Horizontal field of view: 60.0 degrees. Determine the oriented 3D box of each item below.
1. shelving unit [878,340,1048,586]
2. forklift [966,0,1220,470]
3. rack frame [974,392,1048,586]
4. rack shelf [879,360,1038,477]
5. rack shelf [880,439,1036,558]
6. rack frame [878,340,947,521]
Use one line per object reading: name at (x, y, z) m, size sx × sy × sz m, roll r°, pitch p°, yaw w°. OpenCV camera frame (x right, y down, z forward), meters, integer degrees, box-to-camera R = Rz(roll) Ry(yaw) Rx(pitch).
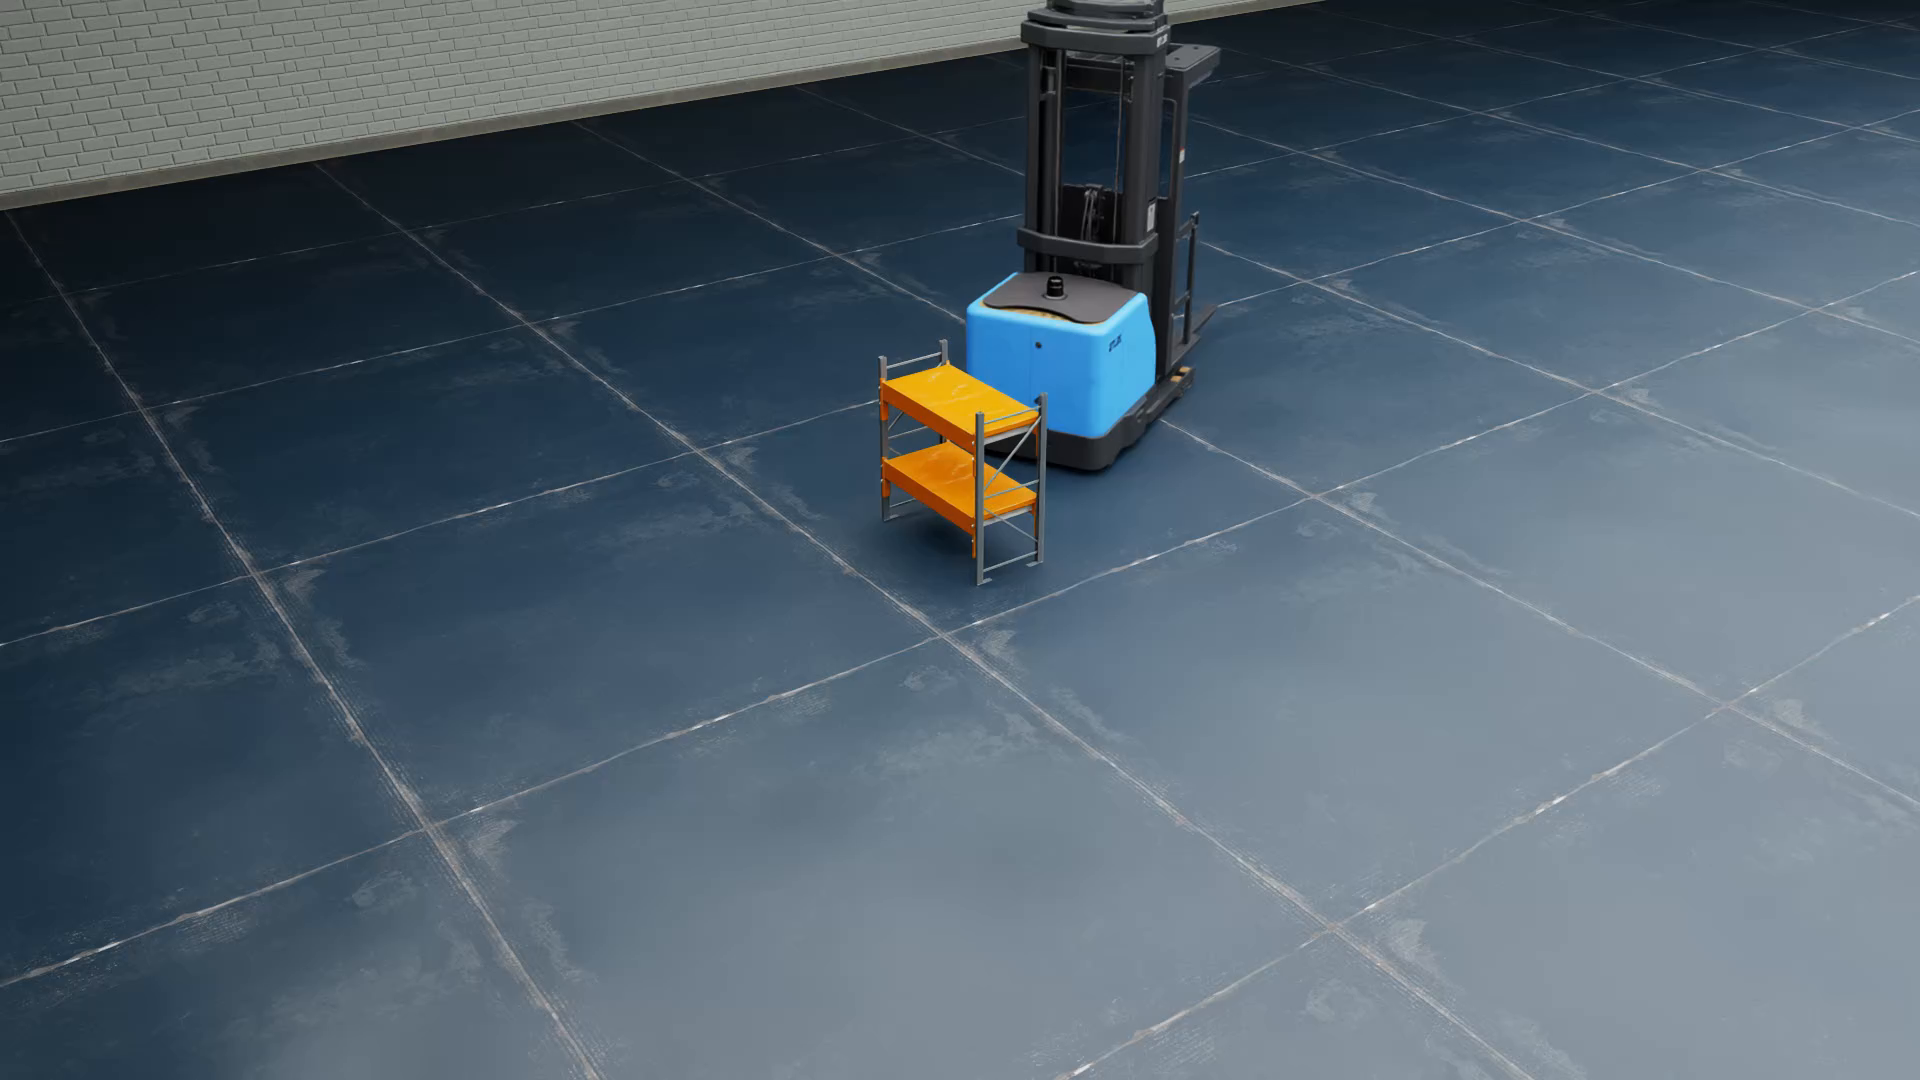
shelving unit at (0.004, -0.492, 10.203) m, size 0.538 × 1.125 × 1.048 m, roll -19°, pitch 34°, yaw -31°
forklift at (1.132, -2.435, 11.888) m, size 1.130 × 2.935 × 3.031 m, roll 13°, pitch 31°, yaw 23°
rack frame at (0.299, -0.294, 9.839) m, size 0.500 × 1.125 × 0.032 m, roll -19°, pitch 34°, yaw -31°
rack shelf at (0.004, -0.749, 10.064) m, size 0.538 × 0.278 × 1.000 m, roll -19°, pitch 34°, yaw -31°
rack shelf at (0.004, -0.277, 10.320) m, size 0.538 × 0.278 × 1.000 m, roll -19°, pitch 34°, yaw -31°
rack frame at (-0.291, -0.689, 10.567) m, size 0.500 × 1.125 × 0.032 m, roll -19°, pitch 34°, yaw -31°
